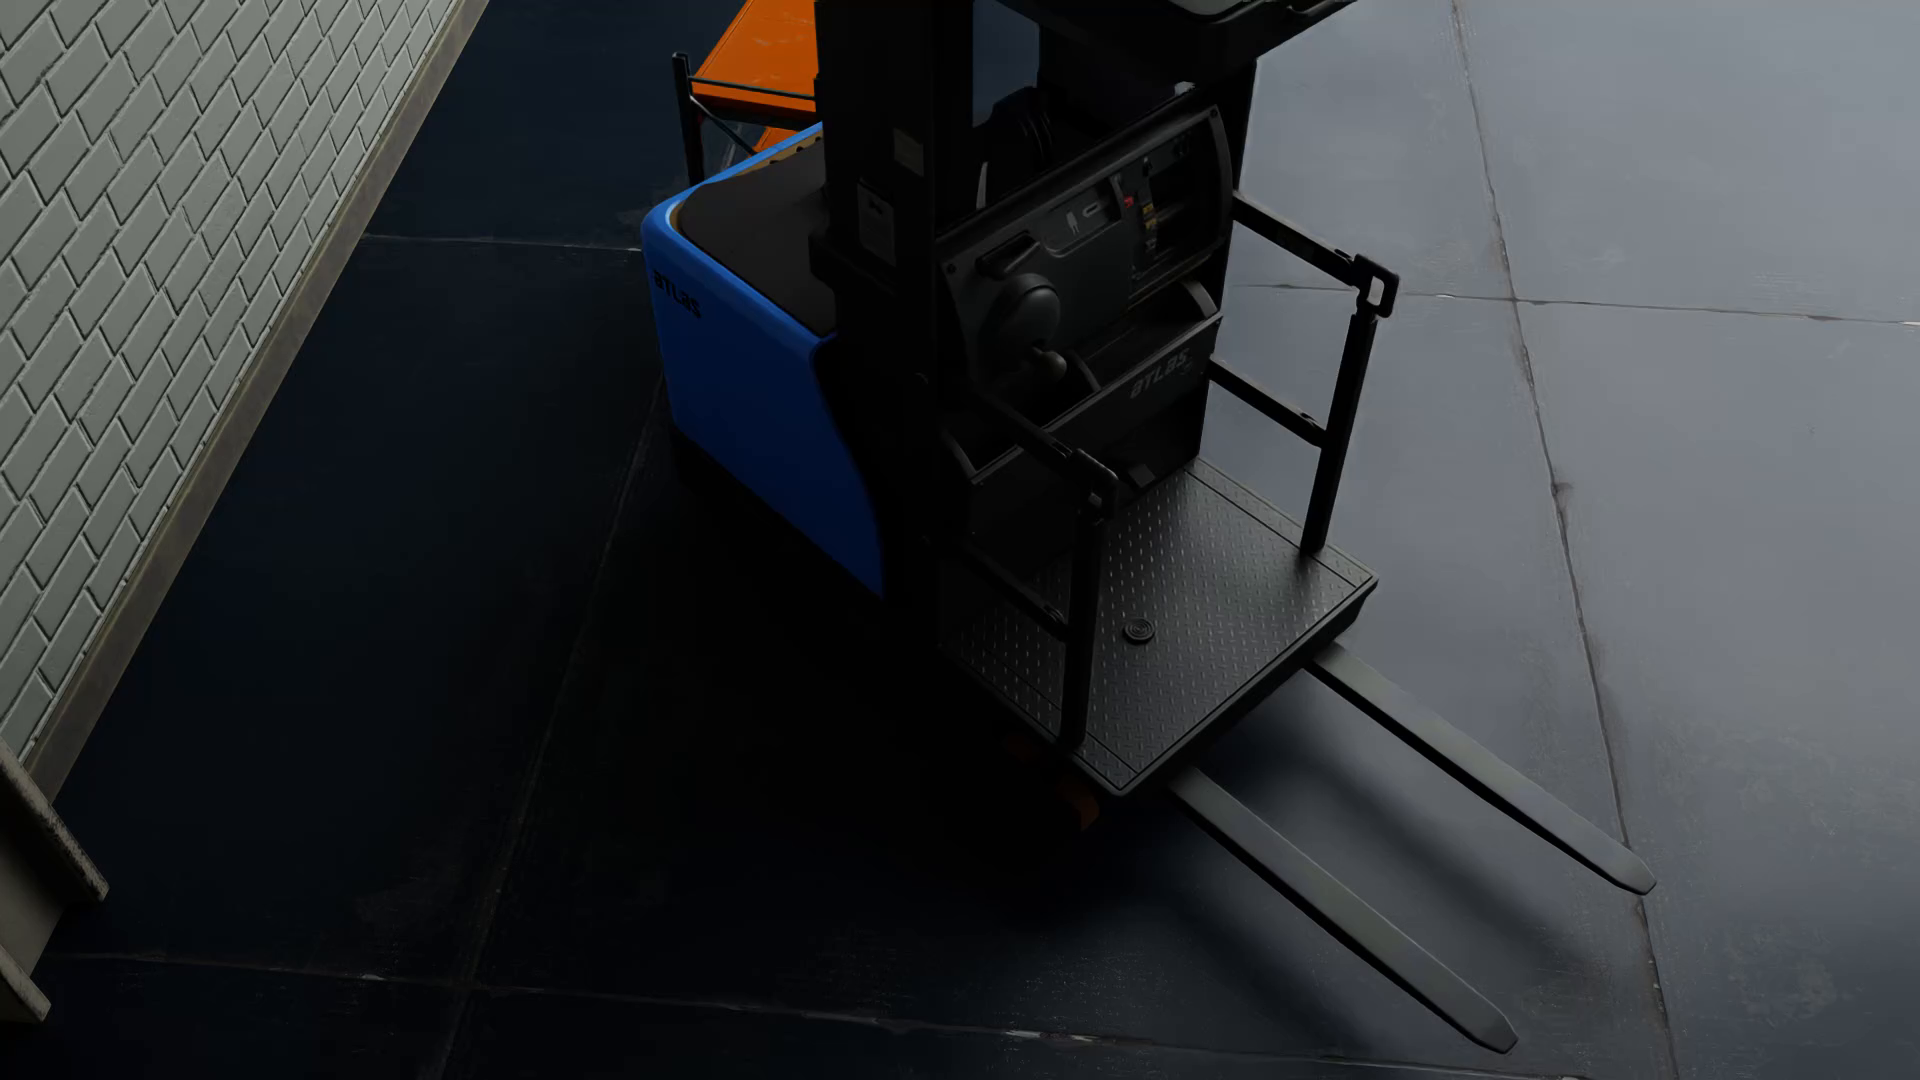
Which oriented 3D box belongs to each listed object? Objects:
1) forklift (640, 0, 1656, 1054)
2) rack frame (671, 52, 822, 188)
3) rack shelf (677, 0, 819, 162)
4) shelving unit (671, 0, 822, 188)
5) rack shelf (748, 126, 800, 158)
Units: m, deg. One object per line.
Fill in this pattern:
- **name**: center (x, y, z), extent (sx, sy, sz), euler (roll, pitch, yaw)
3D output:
- **forklift**: center (0.465, -0.626, 3.836), extent (1.130, 2.935, 3.031), euler (-35, 56, -28)
- **rack frame**: center (-0.636, -1.057, 5.455), extent (0.500, 1.125, 0.032), euler (12, 49, 10)
- **rack shelf**: center (-0.500, -1.616, 5.569), extent (0.538, 0.278, 1.000), euler (12, 49, 10)
- **shelving unit**: center (-0.500, -1.419, 5.785), extent (0.538, 1.125, 1.048), euler (12, 49, 10)
- **rack shelf**: center (-0.500, -1.254, 5.966), extent (0.538, 0.278, 1.000), euler (12, 49, 10)
